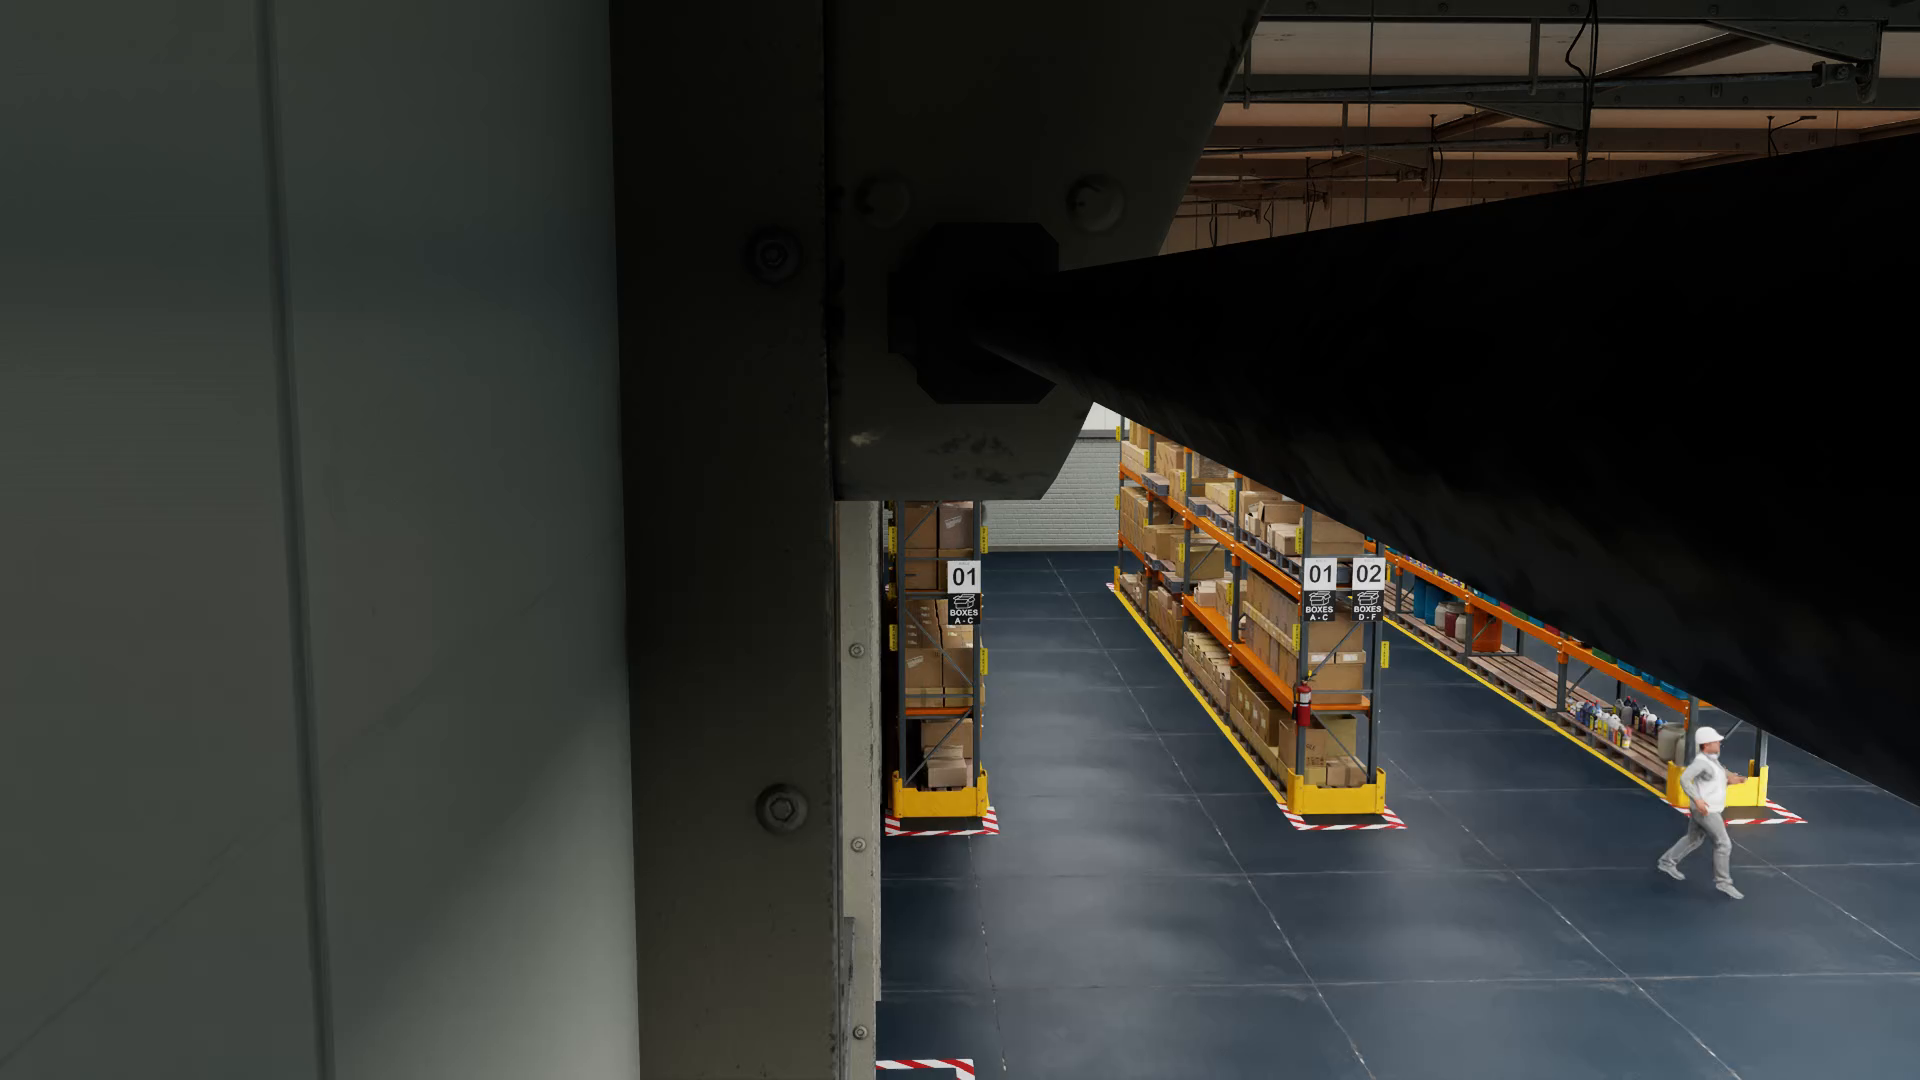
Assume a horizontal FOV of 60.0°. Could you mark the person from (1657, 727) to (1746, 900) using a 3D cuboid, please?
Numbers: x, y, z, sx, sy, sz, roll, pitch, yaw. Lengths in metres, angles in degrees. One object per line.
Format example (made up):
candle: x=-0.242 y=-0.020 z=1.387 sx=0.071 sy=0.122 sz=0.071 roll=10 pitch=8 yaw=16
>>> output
person: x=7.981 y=2.892 z=17.817 sx=0.868 sy=1.809 sz=0.641 roll=4 pitch=9 yaw=24
